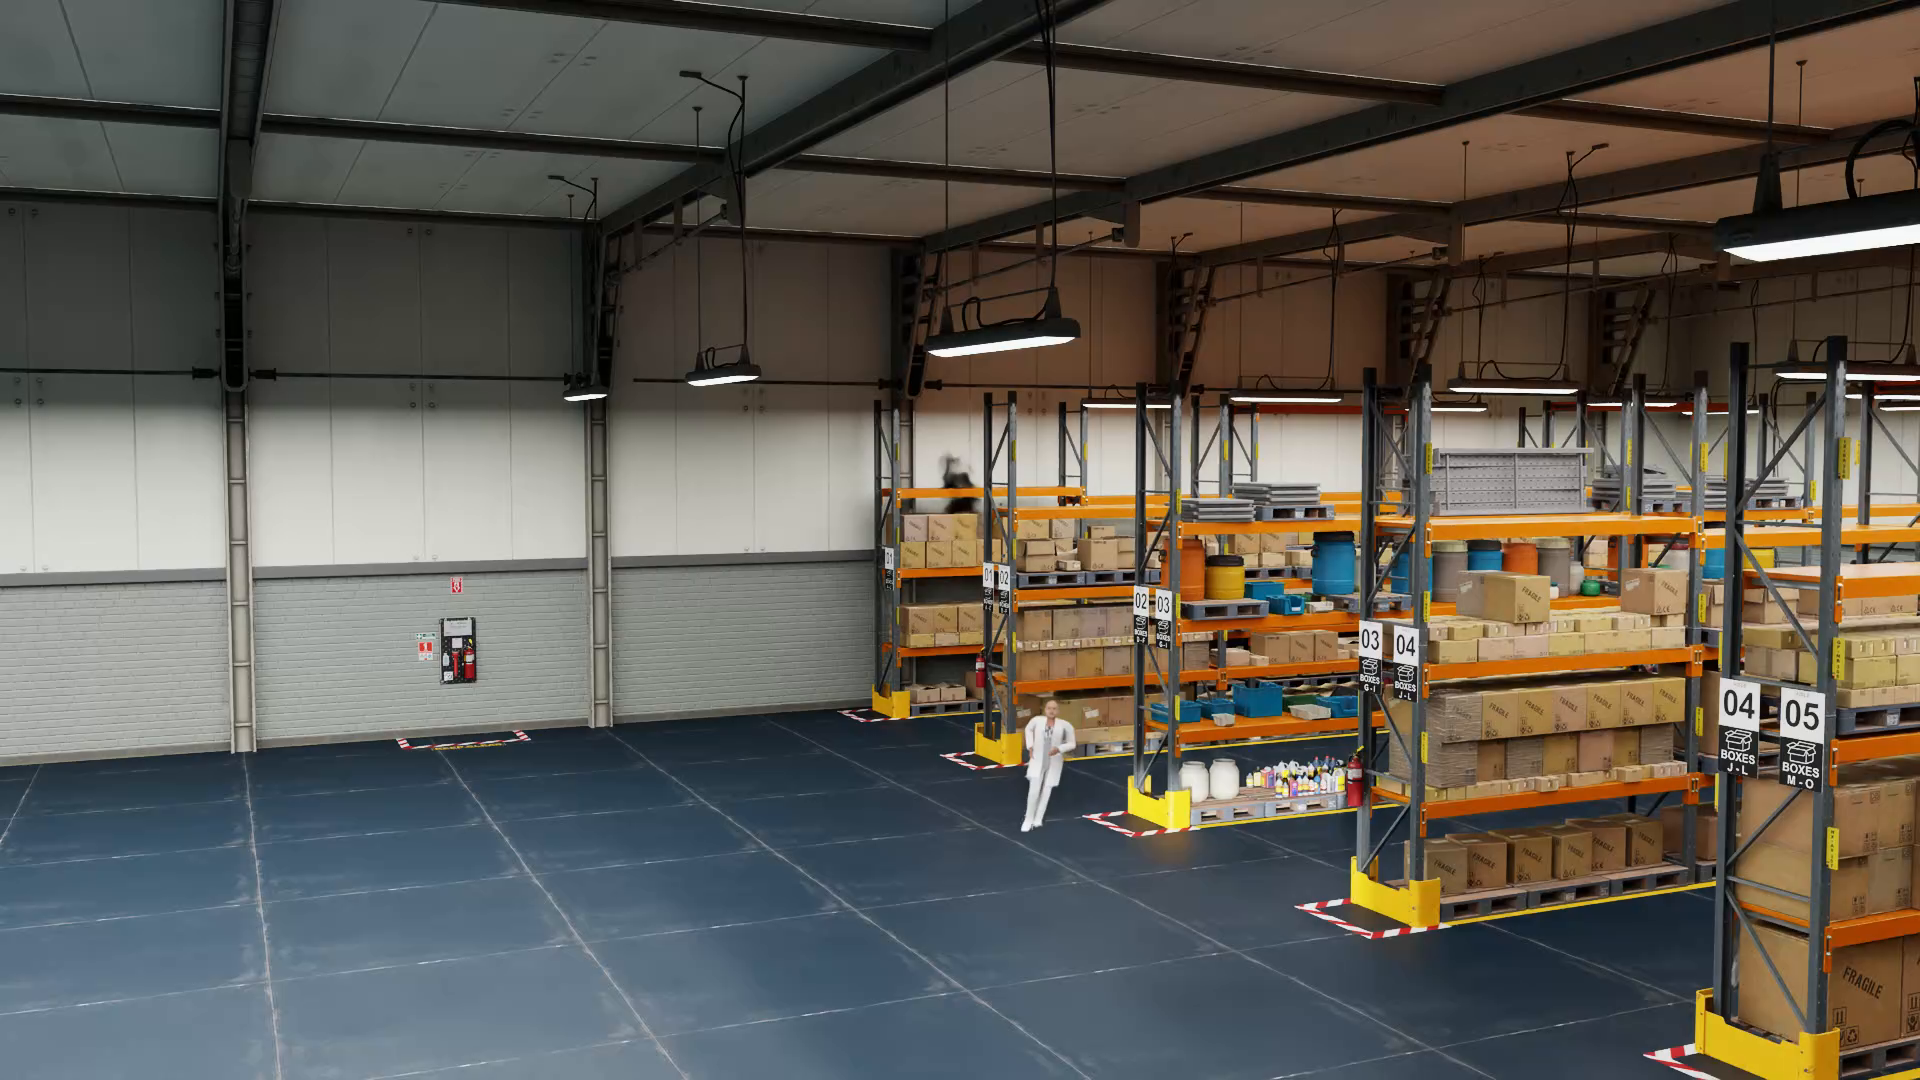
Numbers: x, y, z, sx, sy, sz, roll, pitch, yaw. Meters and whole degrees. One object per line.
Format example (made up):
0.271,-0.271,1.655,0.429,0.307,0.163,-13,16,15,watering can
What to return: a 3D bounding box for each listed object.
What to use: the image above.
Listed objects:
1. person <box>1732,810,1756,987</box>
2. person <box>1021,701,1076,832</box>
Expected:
7.618,3.413,15.916,0.719,1.725,0.529,-2,4,-36,person
1.182,3.014,22.123,0.723,1.789,0.748,0,3,7,person
